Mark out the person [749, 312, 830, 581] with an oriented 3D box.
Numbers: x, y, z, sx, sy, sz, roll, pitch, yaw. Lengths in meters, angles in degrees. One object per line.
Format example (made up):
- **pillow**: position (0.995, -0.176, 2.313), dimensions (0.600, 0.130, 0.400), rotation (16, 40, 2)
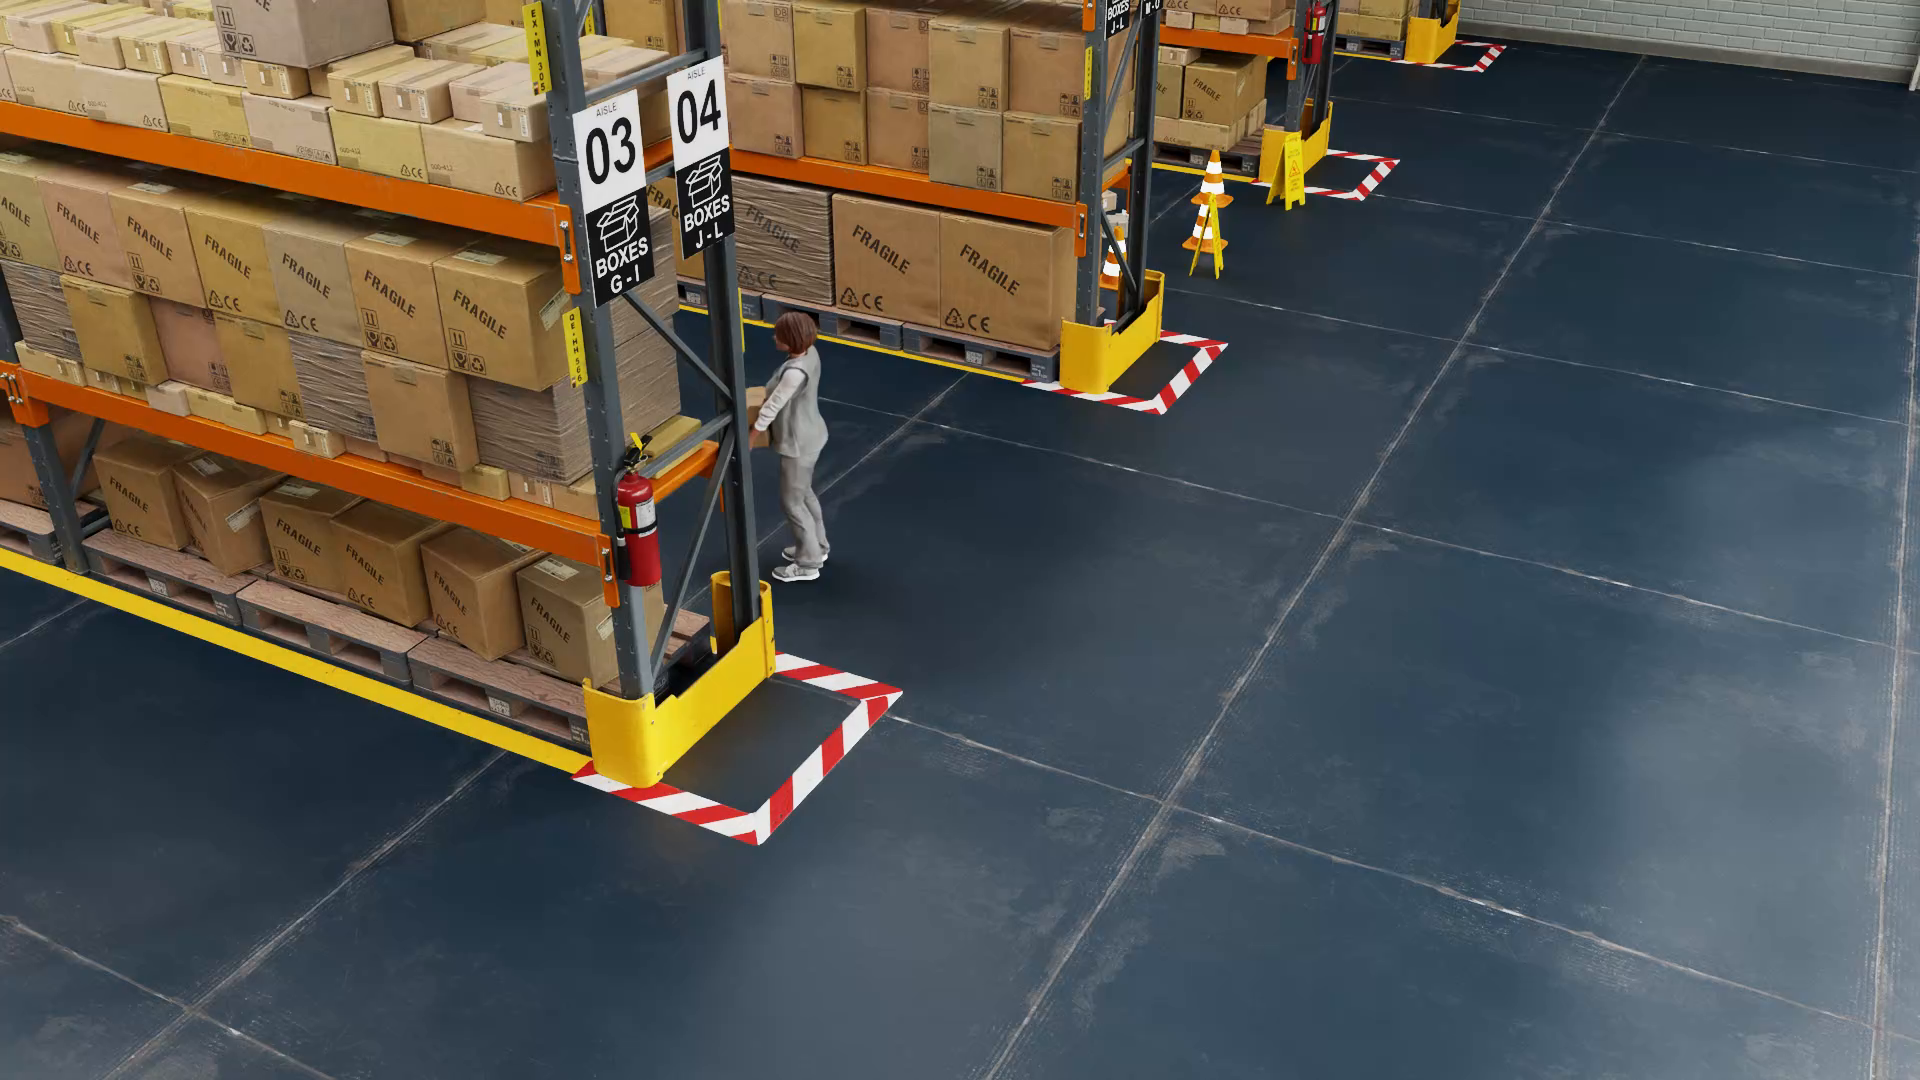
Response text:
- **person**: position (-0.977, -0.523, 9.183), dimensions (0.495, 1.599, 0.383), rotation (4, 31, 7)
